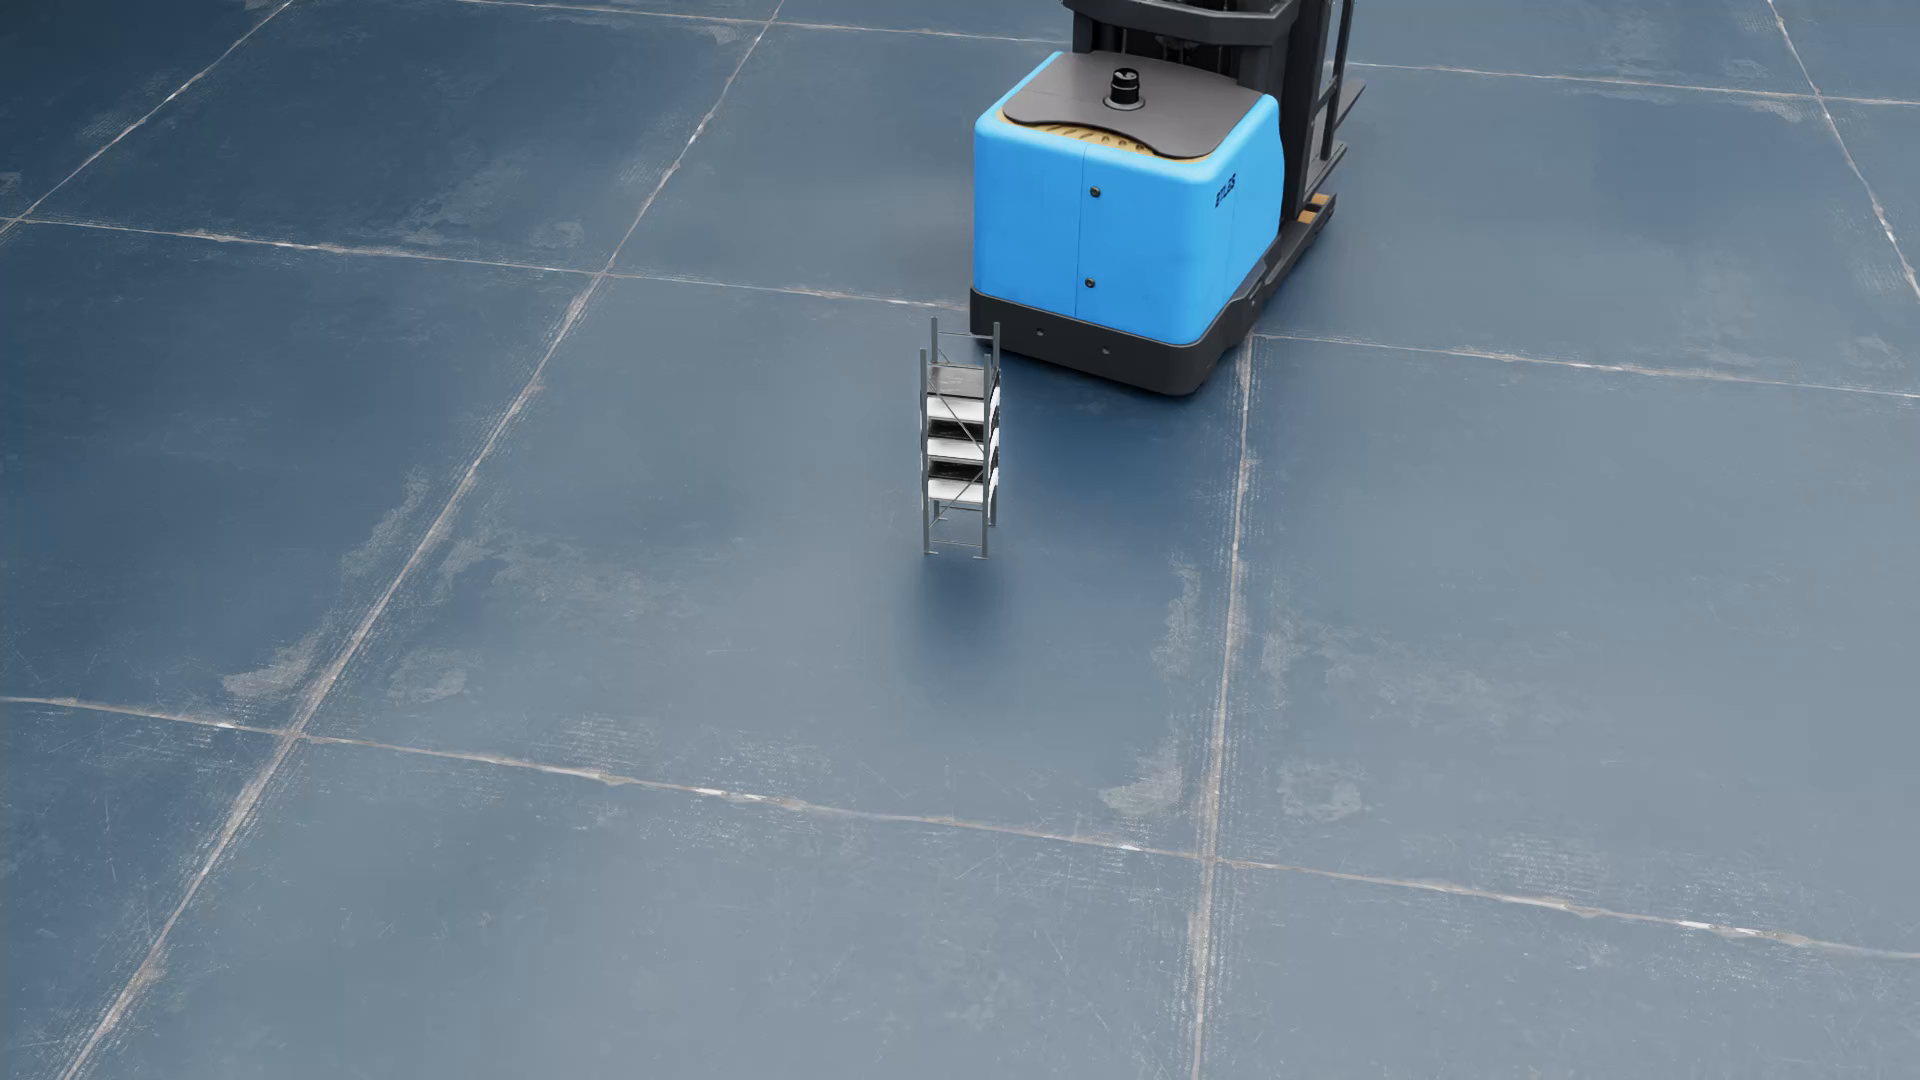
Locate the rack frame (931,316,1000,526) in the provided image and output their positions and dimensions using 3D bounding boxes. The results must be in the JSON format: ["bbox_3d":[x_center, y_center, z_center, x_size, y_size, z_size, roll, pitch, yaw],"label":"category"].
[{"bbox_3d":[0.019,-0.416,6.047,0.240,0.900,0.006,6,40,8],"label":"rack frame"}]

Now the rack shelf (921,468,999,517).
[{"bbox_3d":[0.001,-0.187,6.105,0.258,0.077,0.200,6,40,8],"label":"rack shelf"}]

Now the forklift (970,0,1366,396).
[{"bbox_3d":[1.169,-2.655,7.161,1.130,2.935,3.031,18,43,21],"label":"forklift"}]

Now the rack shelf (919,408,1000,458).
[{"bbox_3d":[0.001,-0.396,5.933,0.258,0.077,0.200,6,40,8],"label":"rack shelf"}]

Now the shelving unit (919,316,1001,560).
[{"bbox_3d":[0.001,-0.352,5.969,0.258,0.900,0.210,6,40,8],"label":"shelving unit"}]

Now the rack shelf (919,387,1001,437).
[{"bbox_3d":[0.001,-0.465,5.876,0.258,0.077,0.200,6,40,8],"label":"rack shelf"}]

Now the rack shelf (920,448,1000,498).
[{"bbox_3d":[0.001,-0.257,6.048,0.258,0.077,0.200,6,40,8],"label":"rack shelf"}]

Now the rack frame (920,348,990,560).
[{"bbox_3d":[-0.016,-0.288,5.892,0.240,0.900,0.006,6,40,8],"label":"rack frame"}]

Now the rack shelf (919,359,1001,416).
[{"bbox_3d":[0.001,-0.534,5.819,0.258,0.077,0.200,6,40,8],"label":"rack shelf"}]

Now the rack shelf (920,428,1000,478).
[{"bbox_3d":[0.001,-0.326,5.991,0.258,0.077,0.200,6,40,8],"label":"rack shelf"}]
